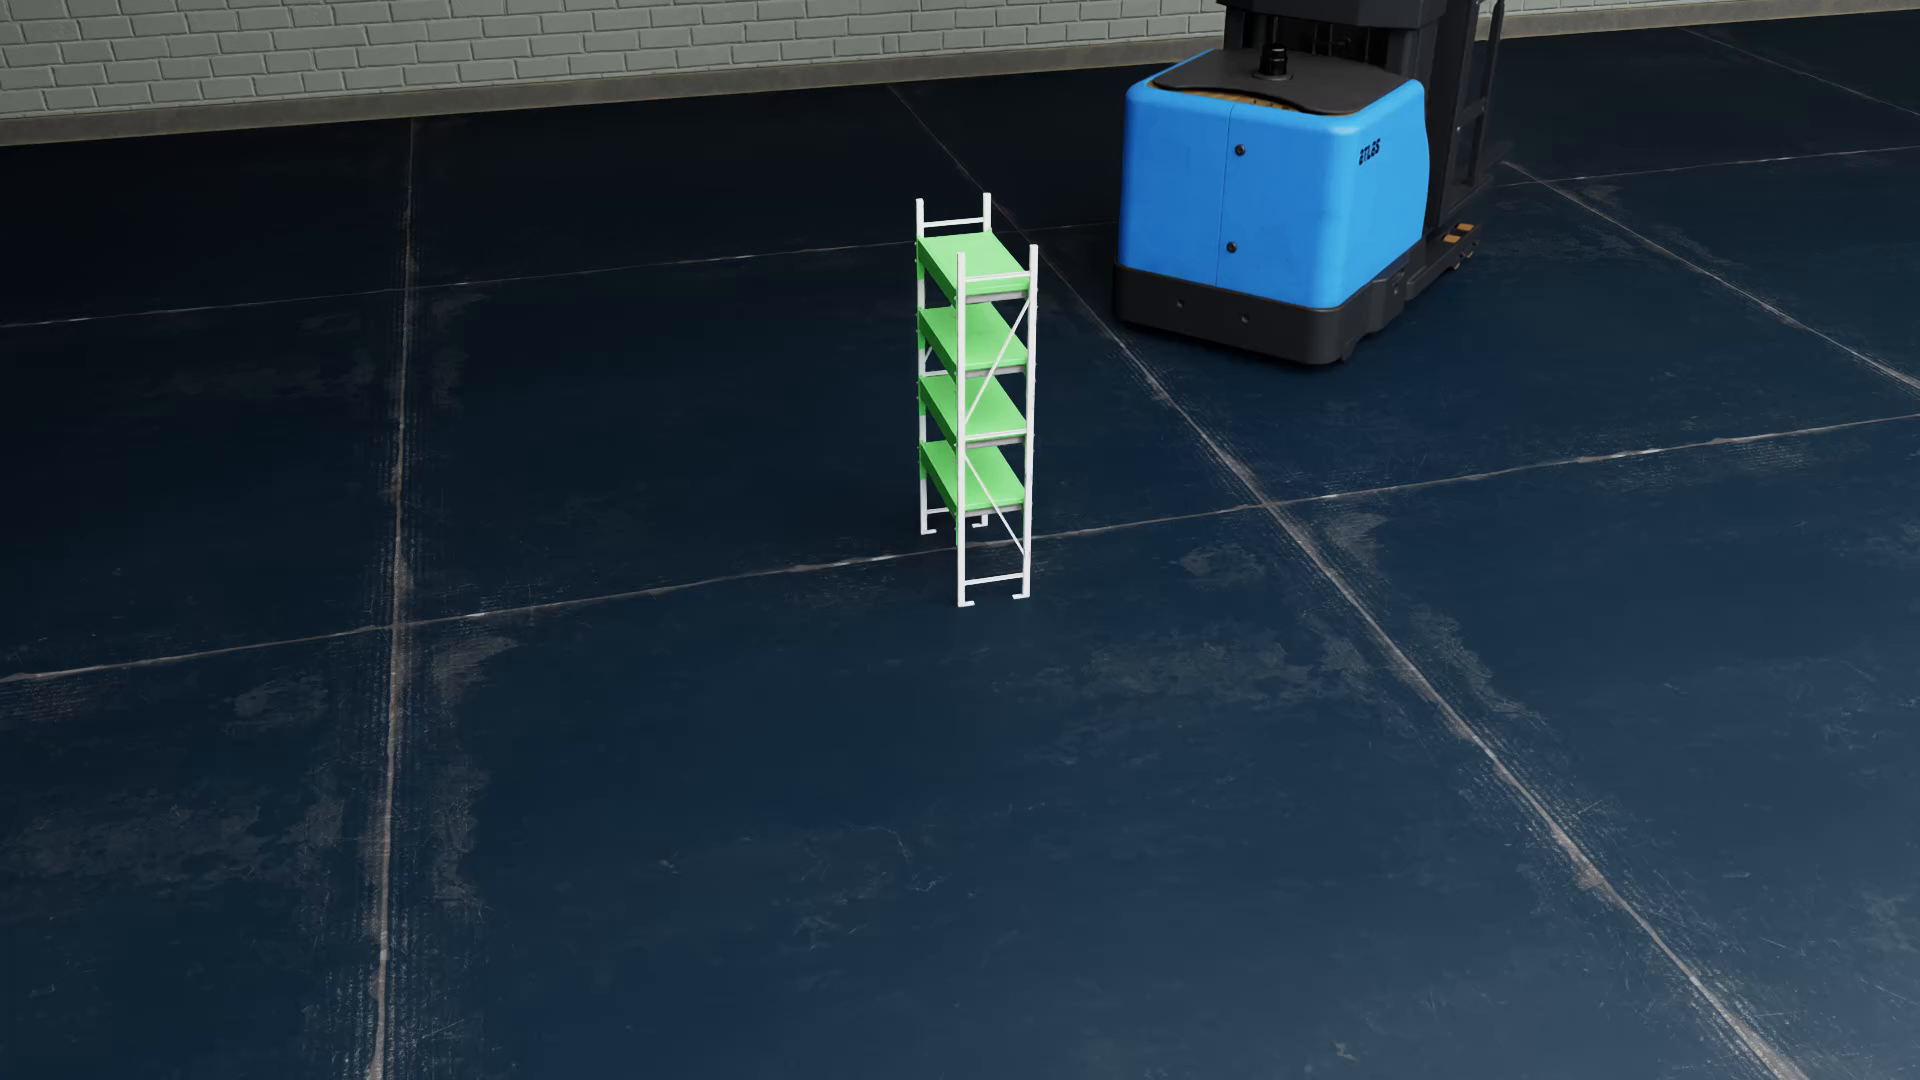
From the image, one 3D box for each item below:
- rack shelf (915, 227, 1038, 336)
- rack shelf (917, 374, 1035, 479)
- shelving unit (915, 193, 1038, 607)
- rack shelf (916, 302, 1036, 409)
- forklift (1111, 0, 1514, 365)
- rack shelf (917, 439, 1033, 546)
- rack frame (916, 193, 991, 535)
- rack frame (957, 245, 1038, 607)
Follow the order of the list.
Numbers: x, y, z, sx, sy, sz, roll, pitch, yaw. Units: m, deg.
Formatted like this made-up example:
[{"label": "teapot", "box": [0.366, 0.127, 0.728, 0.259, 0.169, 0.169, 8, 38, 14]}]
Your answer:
[{"label": "rack shelf", "box": [0.044, -0.799, 5.103, 0.258, 0.148, 0.480, -8, 31, -13]}, {"label": "rack shelf", "box": [0.044, -0.384, 5.343, 0.258, 0.148, 0.480, -8, 31, -13]}, {"label": "shelving unit", "box": [0.044, -0.439, 5.311, 0.258, 1.200, 0.503, -8, 31, -13]}, {"label": "rack shelf", "box": [0.044, -0.592, 5.223, 0.258, 0.148, 0.480, -8, 31, -13]}, {"label": "forklift", "box": [1.895, -2.686, 7.465, 1.130, 2.935, 3.031, 18, 35, 28]}, {"label": "rack shelf", "box": [0.044, -0.176, 5.464, 0.258, 0.148, 0.480, -8, 31, -13]}, {"label": "rack frame", "box": [-0.021, -0.557, 5.515, 0.240, 1.200, 0.015, -8, 31, -13]}, {"label": "rack frame", "box": [0.109, -0.321, 5.108, 0.240, 1.200, 0.015, -8, 31, -13]}]
